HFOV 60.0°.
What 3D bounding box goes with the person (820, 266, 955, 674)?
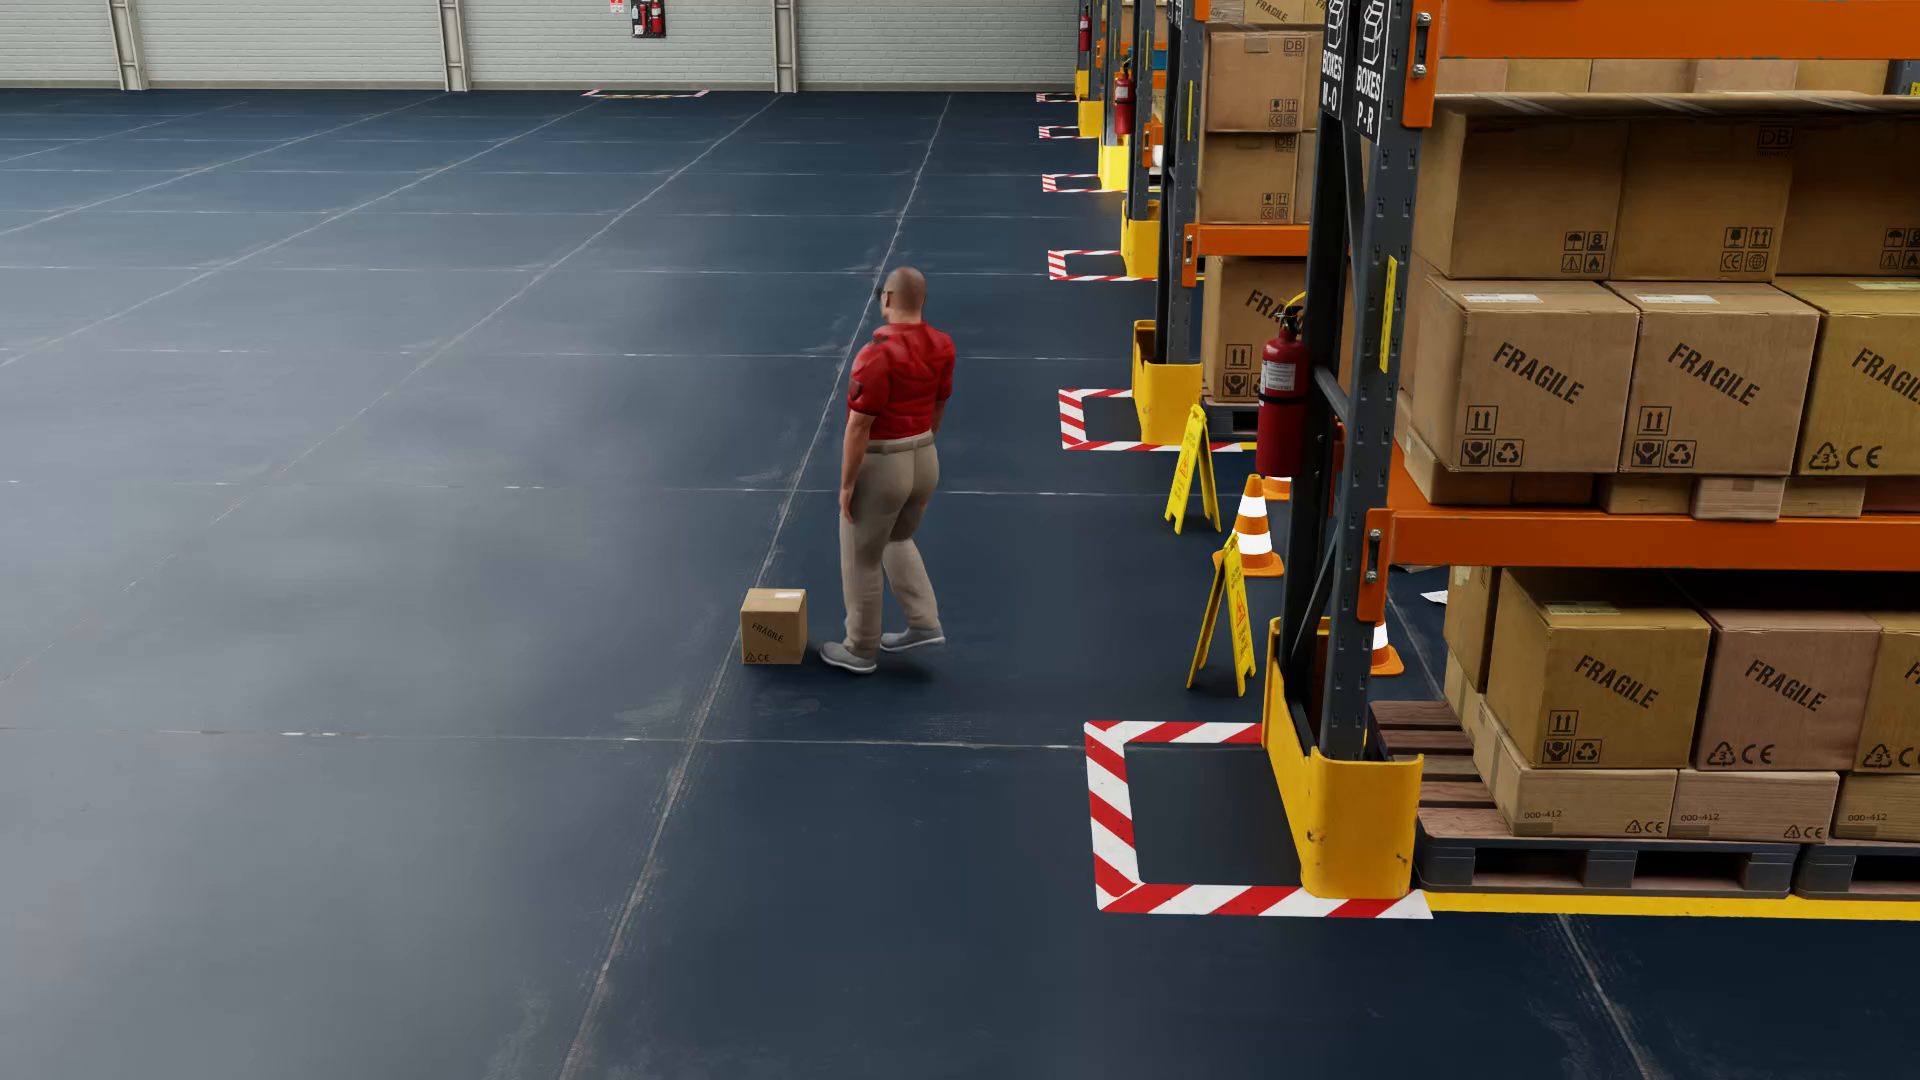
[{"bbox_3d":[-0.320,-0.279,6.848,0.538,1.721,0.561,17,27,38],"label":"person"}]
